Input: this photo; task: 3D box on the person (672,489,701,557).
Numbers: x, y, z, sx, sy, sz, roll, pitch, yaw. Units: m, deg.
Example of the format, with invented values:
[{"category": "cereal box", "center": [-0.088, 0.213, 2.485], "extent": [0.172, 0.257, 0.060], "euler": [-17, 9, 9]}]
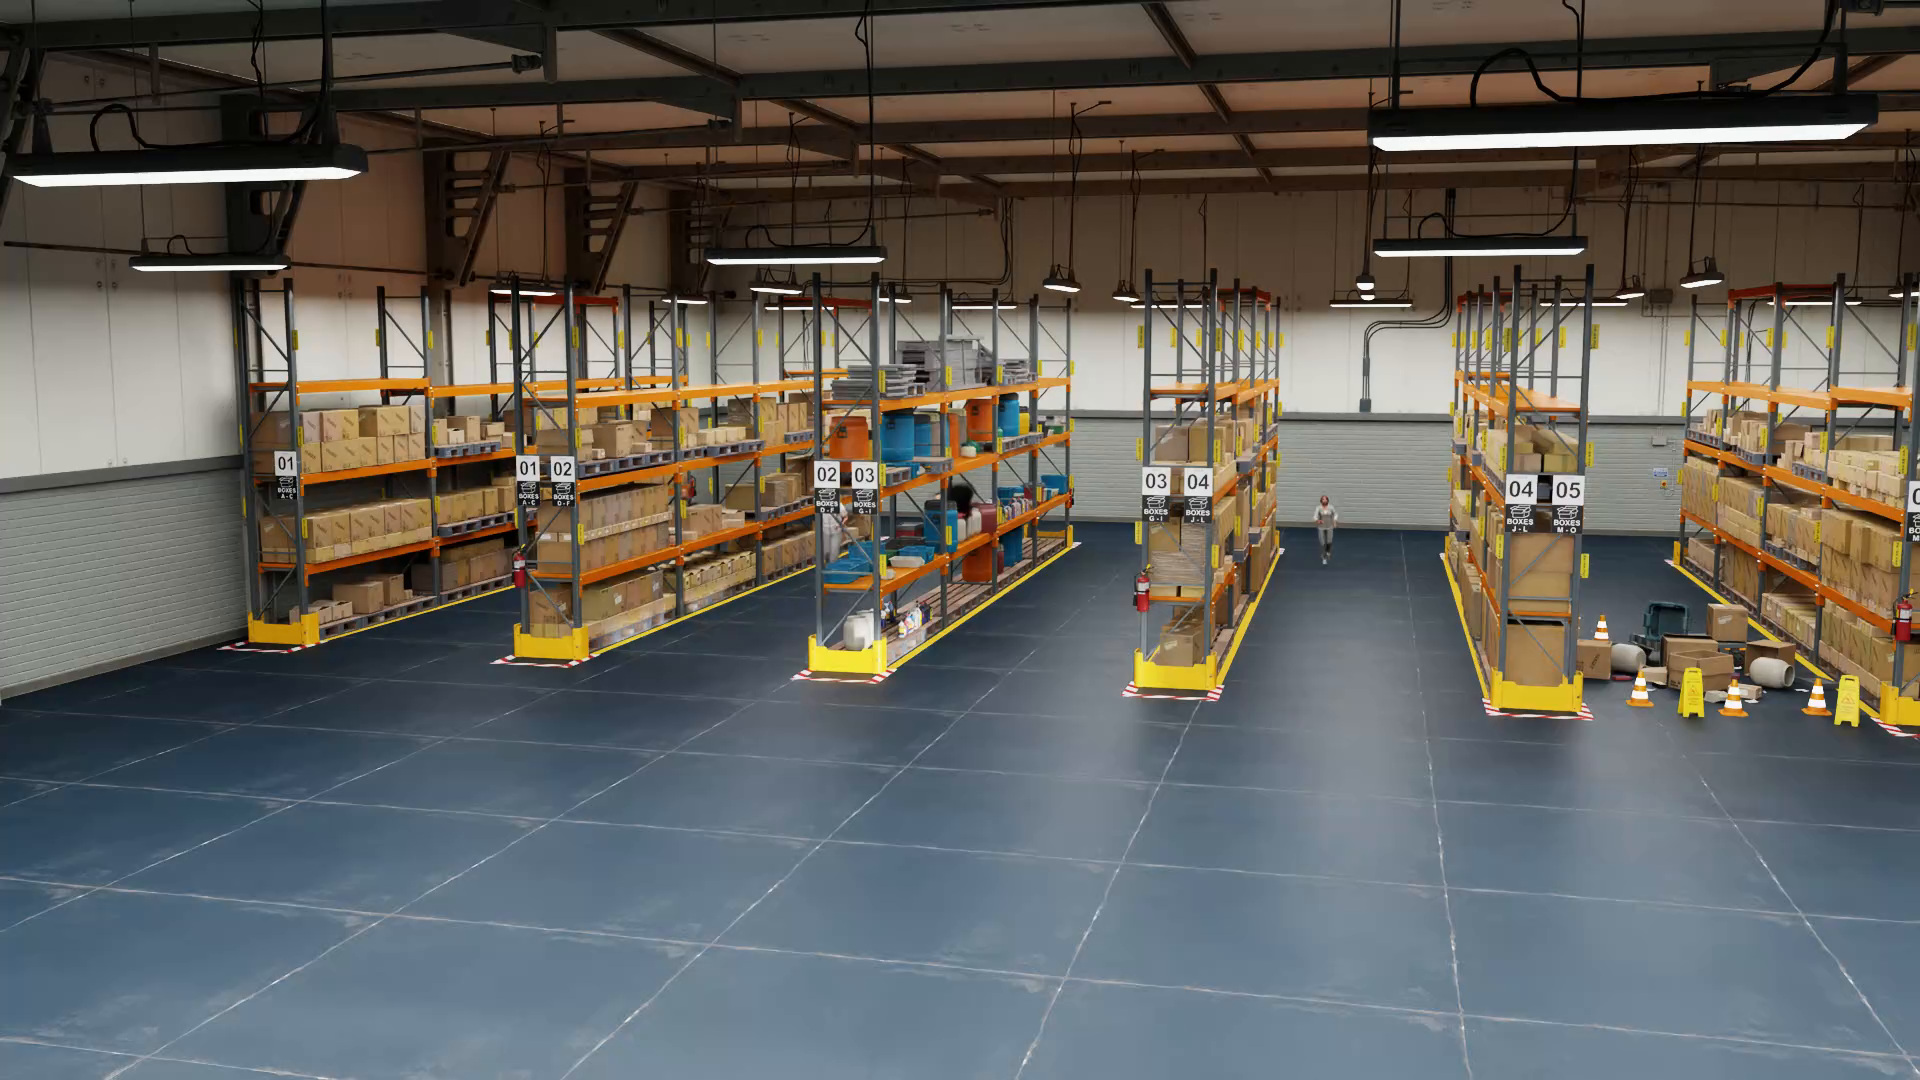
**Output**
[{"category": "person", "center": [-6.251, -0.358, 38.027], "extent": [0.649, 1.650, 0.724], "euler": [1, 7, 12]}]

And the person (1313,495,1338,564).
[{"category": "person", "center": [8.175, -0.224, 37.224], "extent": [0.548, 1.545, 0.546], "euler": [1, 7, 11]}]

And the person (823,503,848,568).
[{"category": "person", "center": [-2.576, -0.143, 33.433], "extent": [0.649, 1.778, 0.590], "euler": [1, 7, 6]}]

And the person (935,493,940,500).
[{"category": "person", "center": [-0.446, -0.231, 36.995], "extent": [0.560, 1.639, 0.603], "euler": [2, 7, 17]}]
